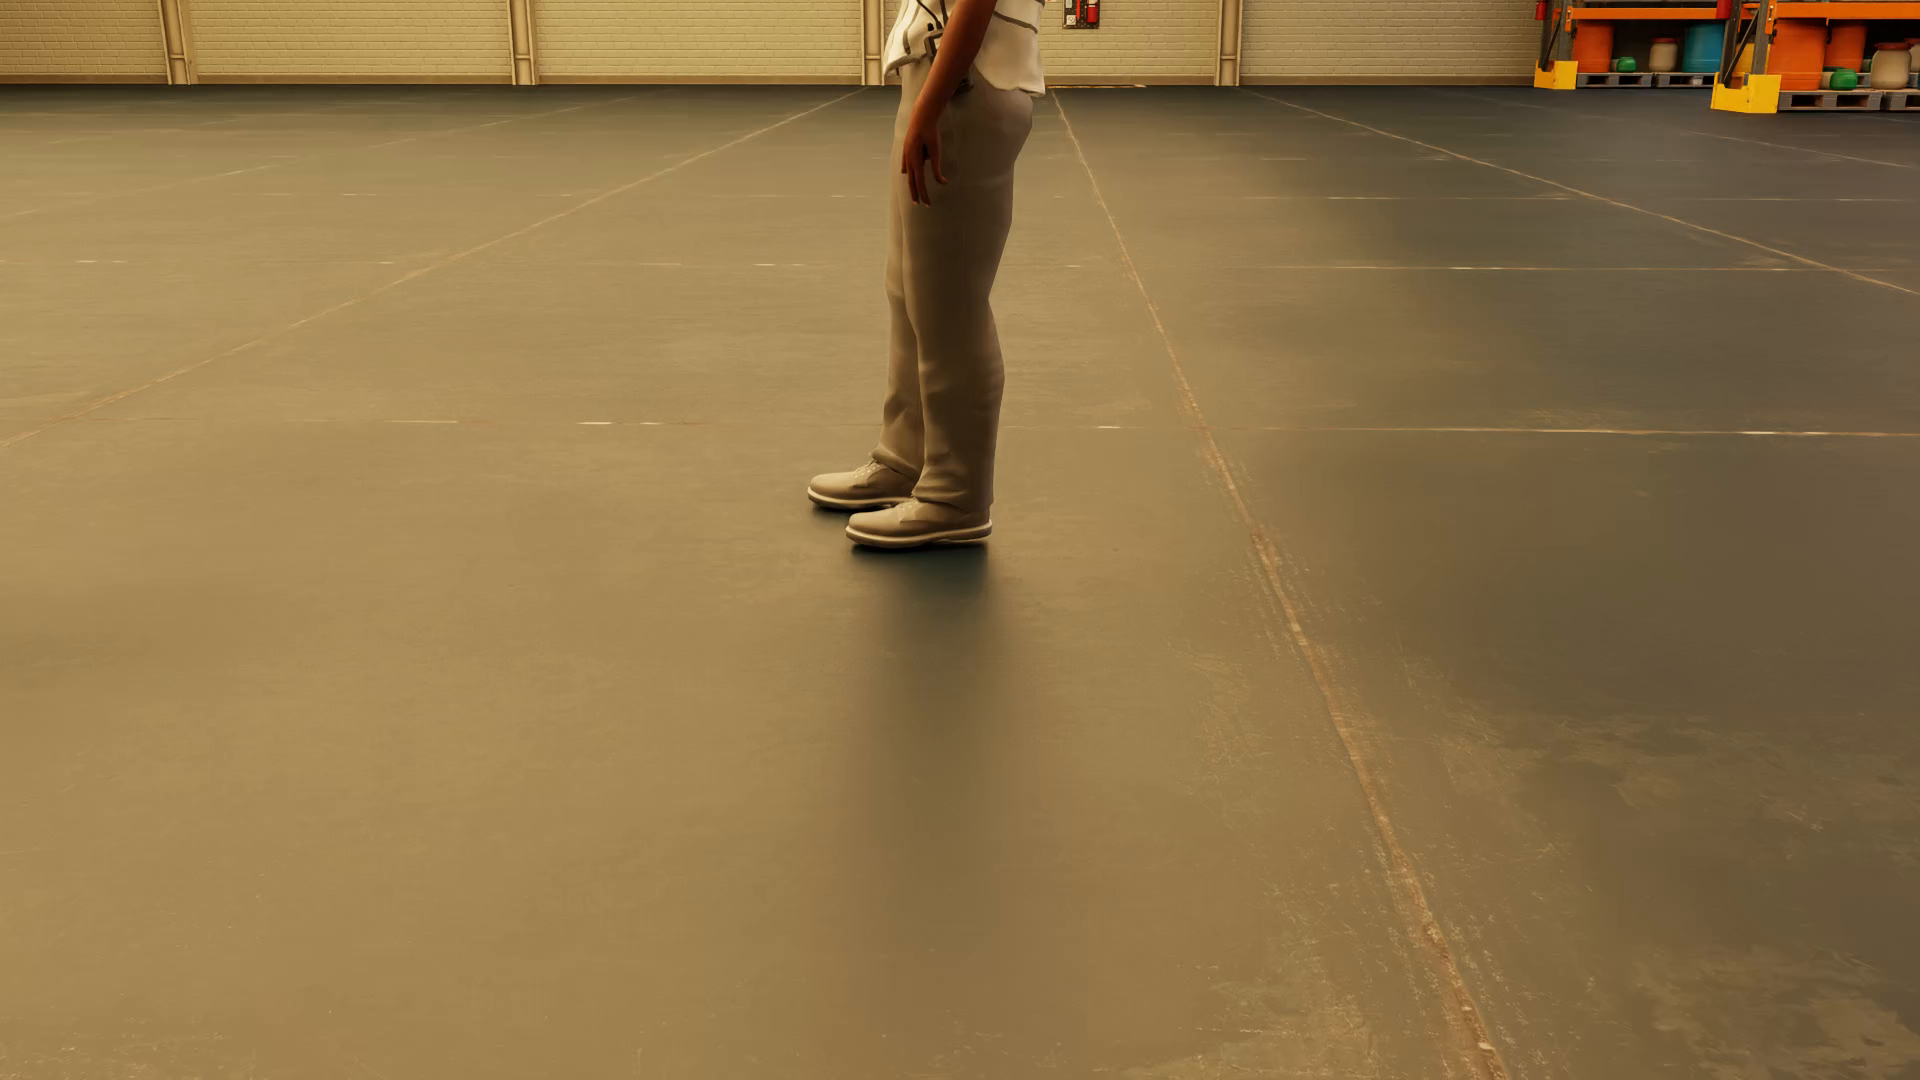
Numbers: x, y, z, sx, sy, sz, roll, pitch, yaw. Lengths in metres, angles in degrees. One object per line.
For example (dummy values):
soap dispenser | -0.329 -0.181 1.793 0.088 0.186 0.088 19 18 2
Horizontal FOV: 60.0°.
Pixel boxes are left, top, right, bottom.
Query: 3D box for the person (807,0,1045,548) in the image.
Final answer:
person | -0.074 -0.822 3.140 0.528 1.693 0.569 1 17 2
